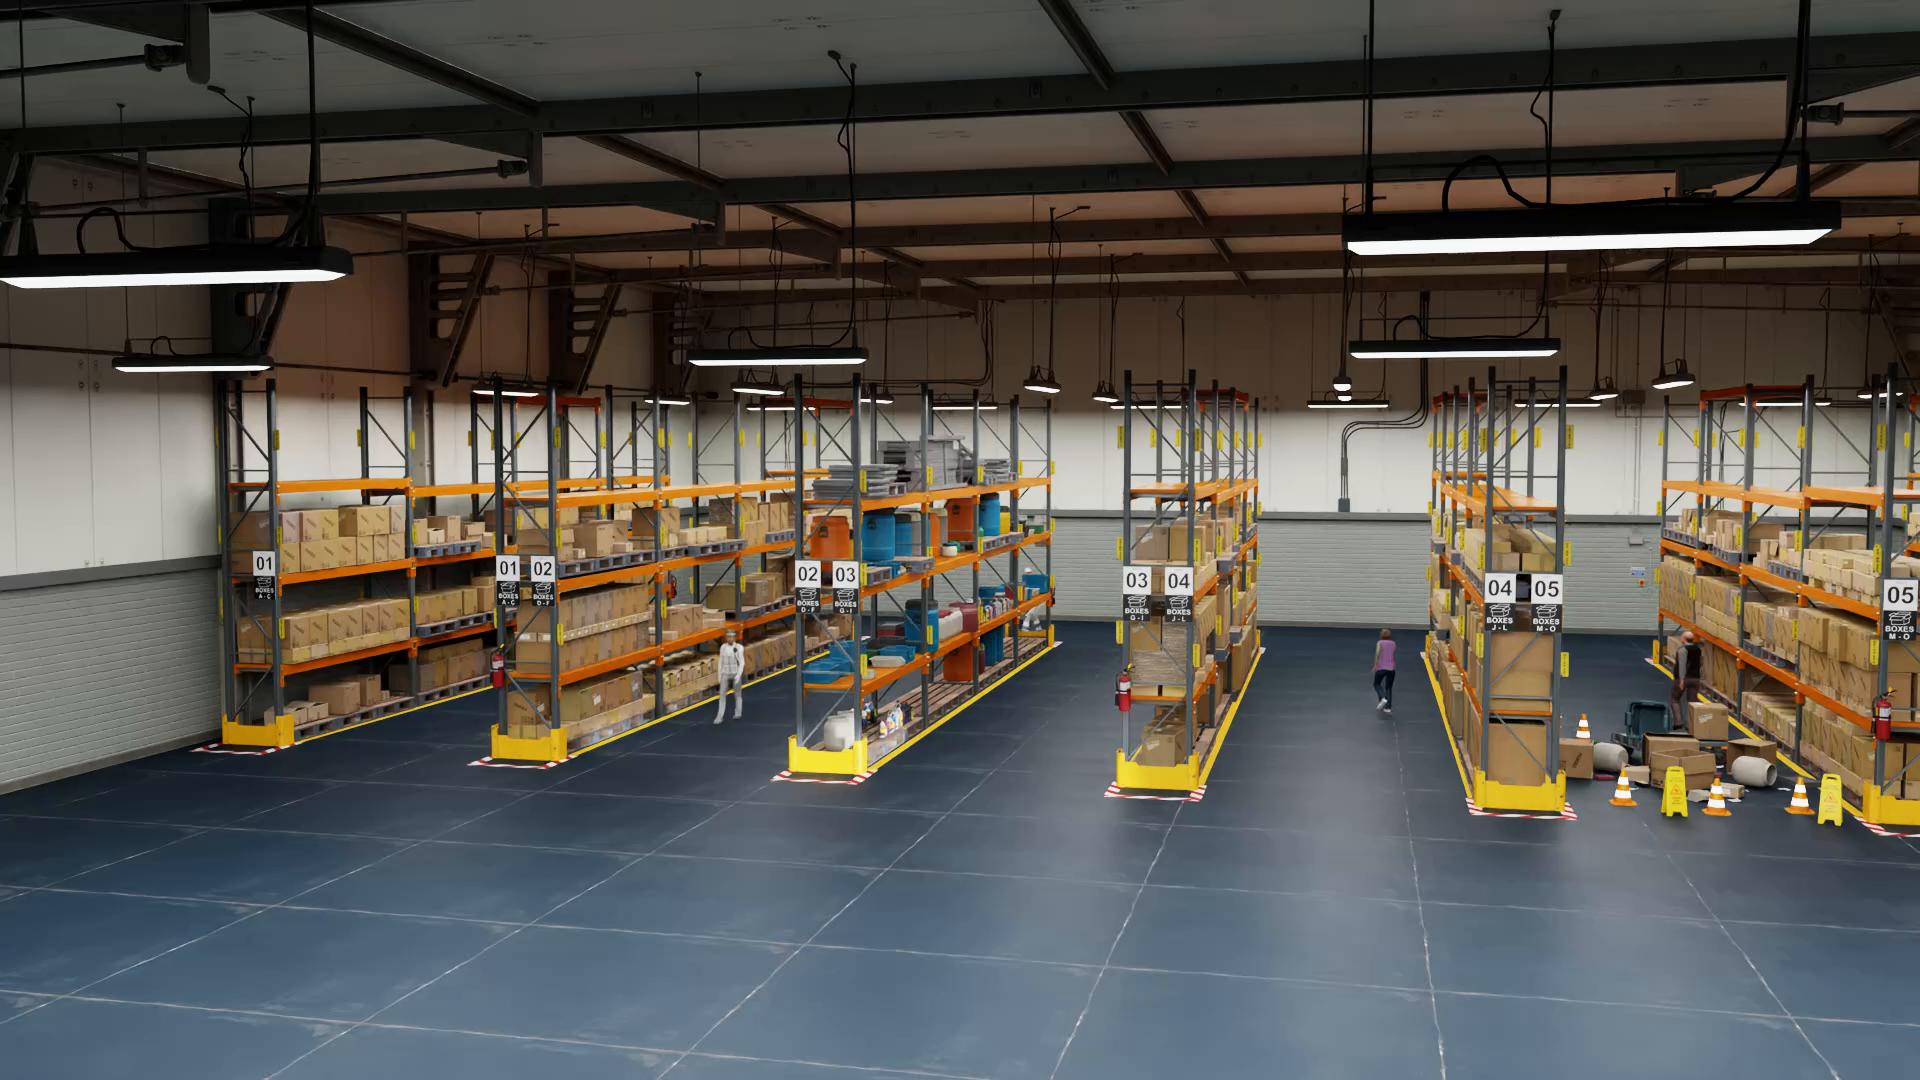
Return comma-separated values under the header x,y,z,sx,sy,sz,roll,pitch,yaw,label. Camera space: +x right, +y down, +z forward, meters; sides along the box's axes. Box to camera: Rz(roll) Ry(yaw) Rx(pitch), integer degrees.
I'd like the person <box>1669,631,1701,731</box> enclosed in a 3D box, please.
x,y,z,sx,sy,sz,roll,pitch,yaw,label
12.510,2.452,28.514,0.526,1.757,0.557,0,3,-3,person

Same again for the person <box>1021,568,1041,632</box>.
x,y,z,sx,sy,sz,roll,pitch,yaw,label
1.732,1.566,42.380,1.051,1.731,0.546,-3,5,-42,person

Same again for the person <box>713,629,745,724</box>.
x,y,z,sx,sy,sz,roll,pitch,yaw,label
-4.077,2.391,29.504,0.513,1.637,0.878,0,3,4,person

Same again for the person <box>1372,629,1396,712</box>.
x,y,z,sx,sy,sz,roll,pitch,yaw,label
7.856,2.402,30.814,0.488,1.508,0.706,0,3,2,person
